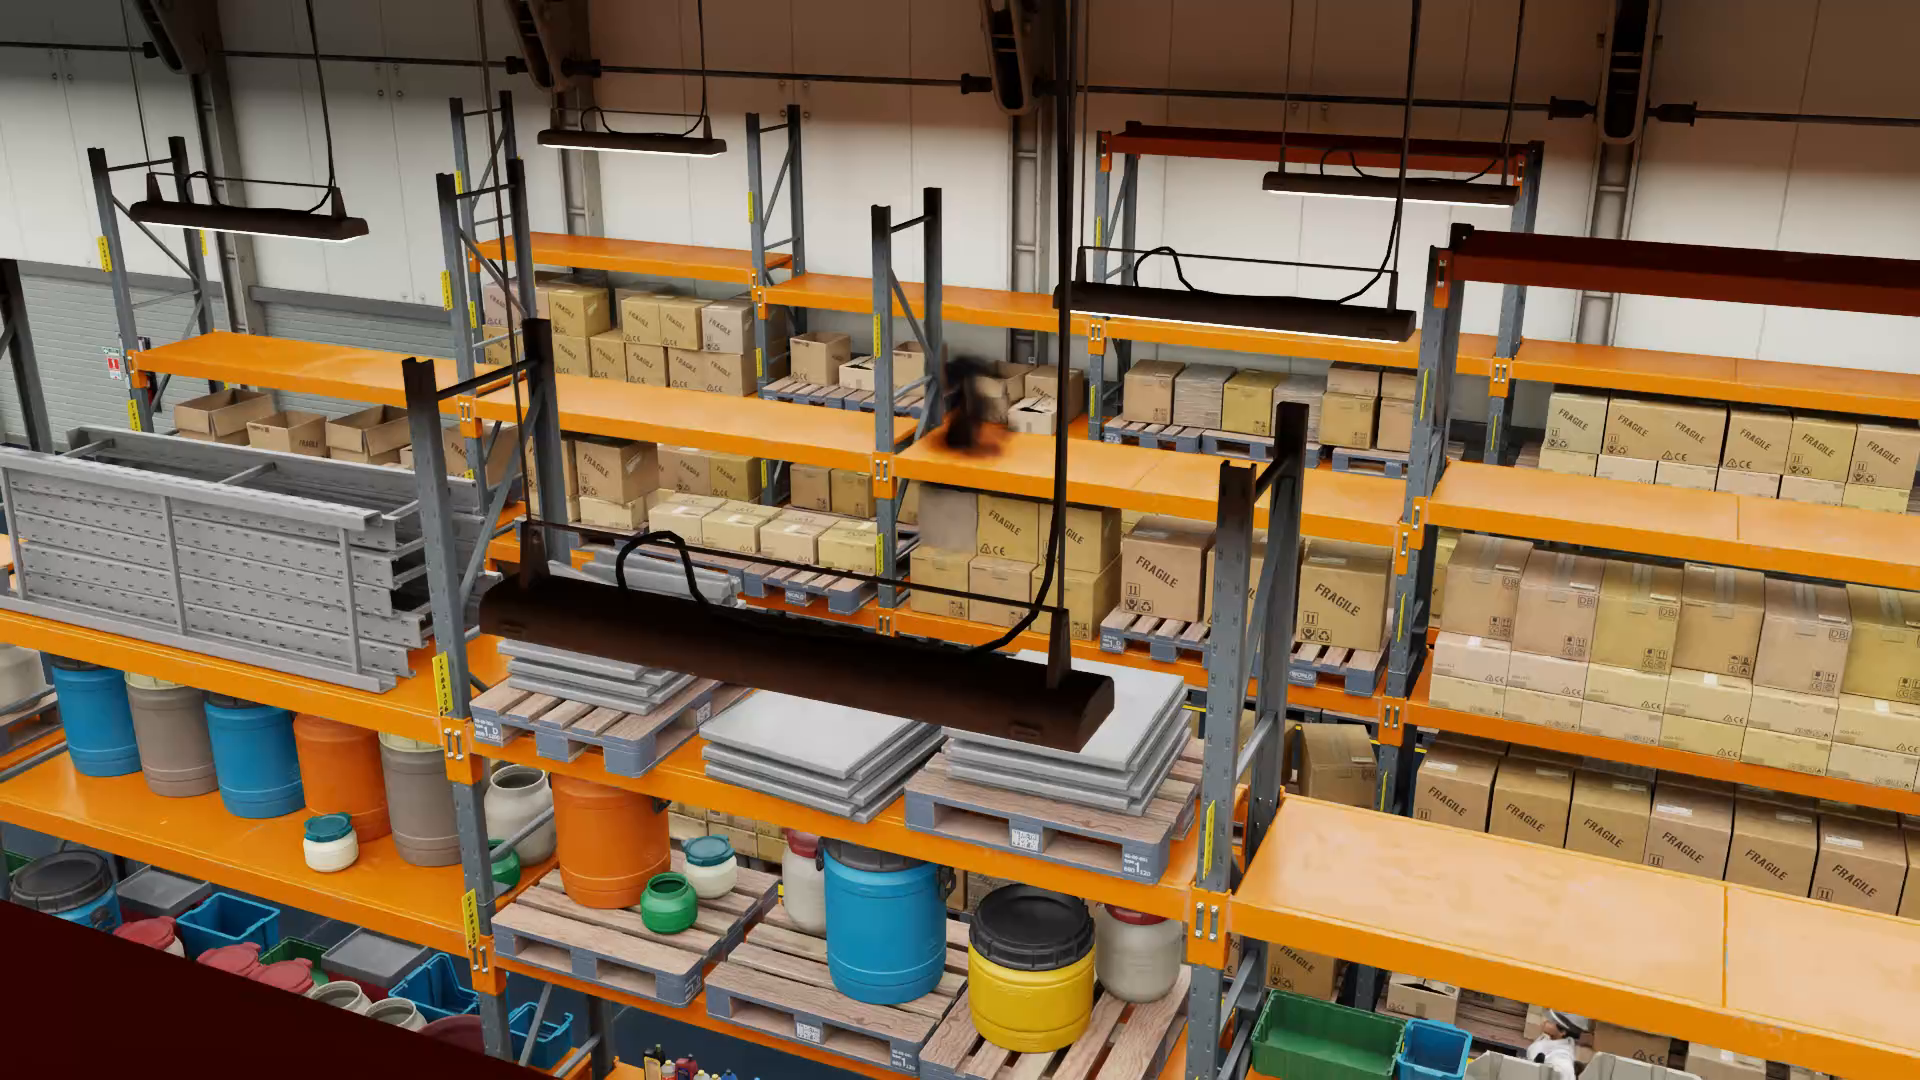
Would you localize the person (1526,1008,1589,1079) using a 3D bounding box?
[{"bbox_3d":[3.753,3.637,10.648,0.576,1.648,0.613,7,22,17],"label":"person"}]
